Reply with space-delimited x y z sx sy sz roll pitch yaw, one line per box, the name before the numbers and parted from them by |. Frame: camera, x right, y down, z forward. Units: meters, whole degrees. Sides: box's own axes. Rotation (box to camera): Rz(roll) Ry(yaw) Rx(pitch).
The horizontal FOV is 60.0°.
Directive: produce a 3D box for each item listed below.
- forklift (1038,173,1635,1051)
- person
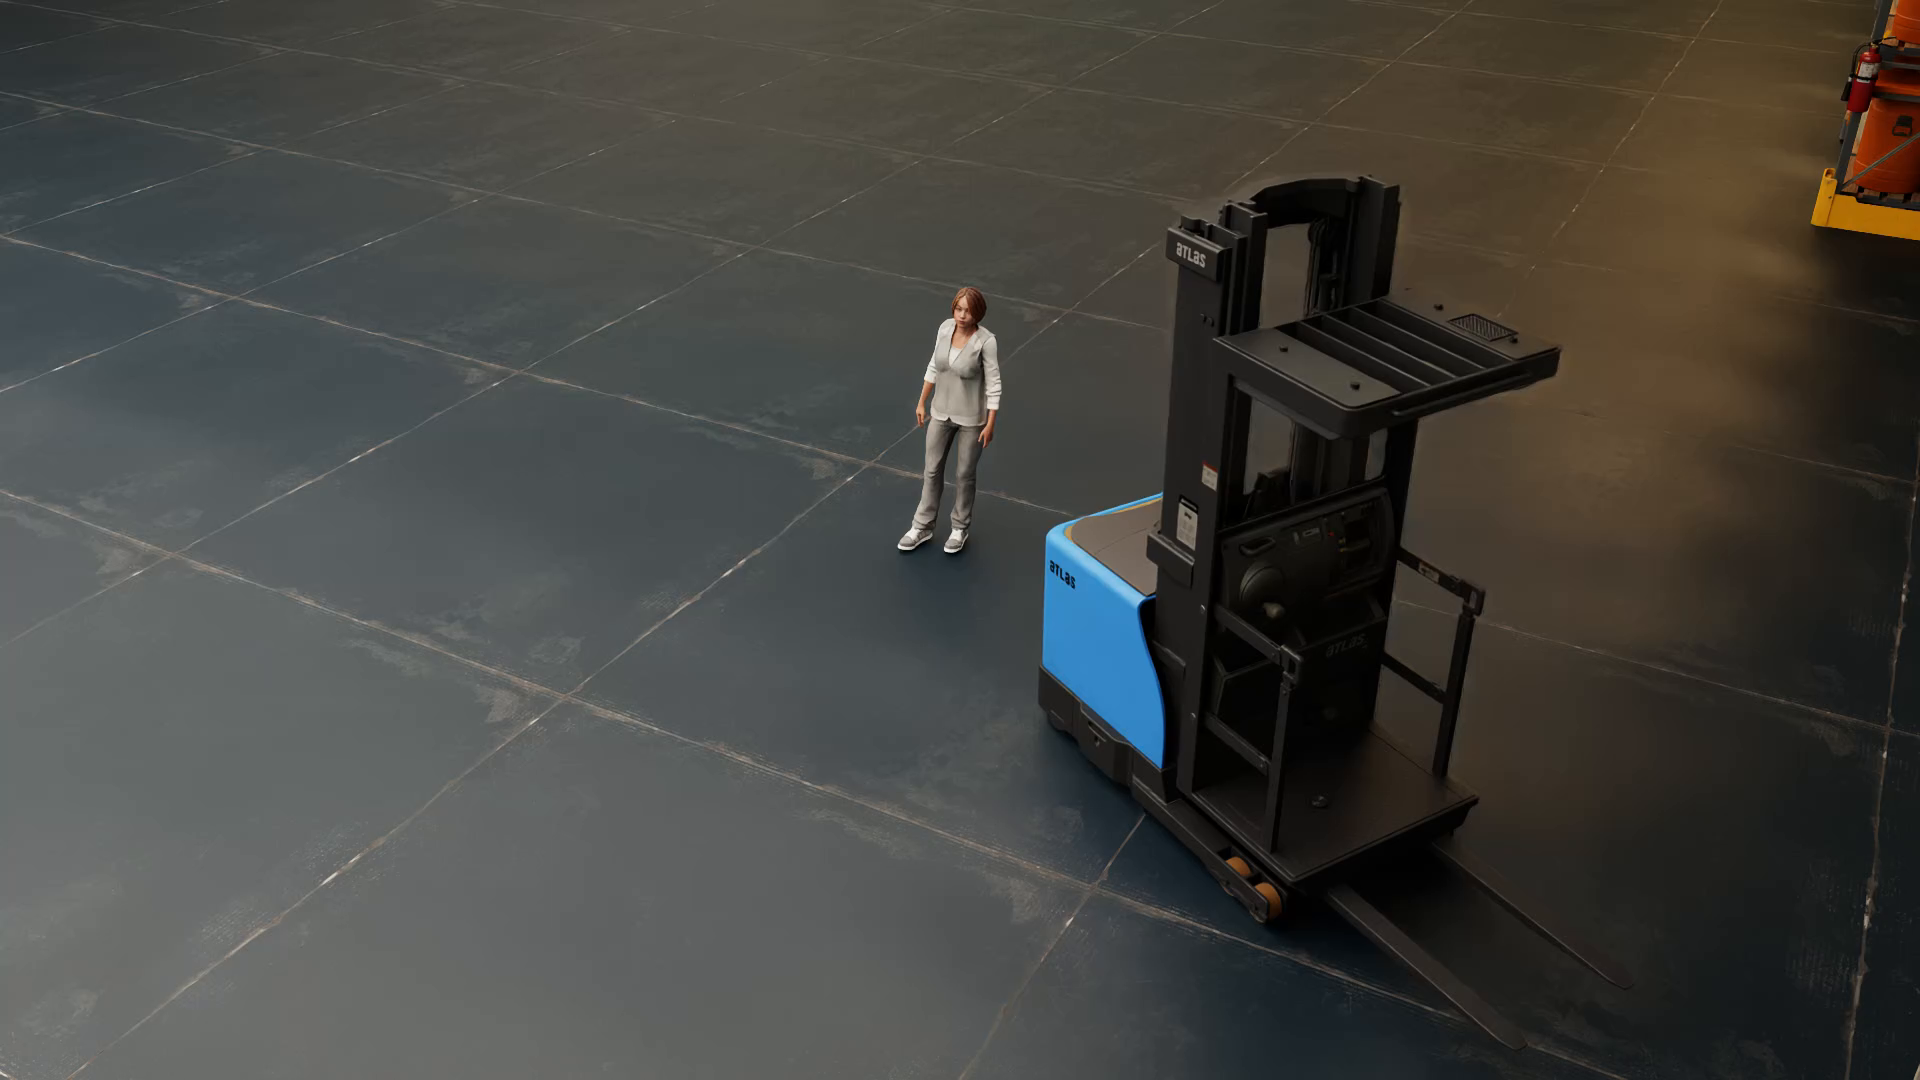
forklift | 1.589 0.107 6.886 1.130 2.935 3.031 -17 34 -27
person | -0.048 -0.669 9.550 0.521 1.596 0.475 15 33 25
